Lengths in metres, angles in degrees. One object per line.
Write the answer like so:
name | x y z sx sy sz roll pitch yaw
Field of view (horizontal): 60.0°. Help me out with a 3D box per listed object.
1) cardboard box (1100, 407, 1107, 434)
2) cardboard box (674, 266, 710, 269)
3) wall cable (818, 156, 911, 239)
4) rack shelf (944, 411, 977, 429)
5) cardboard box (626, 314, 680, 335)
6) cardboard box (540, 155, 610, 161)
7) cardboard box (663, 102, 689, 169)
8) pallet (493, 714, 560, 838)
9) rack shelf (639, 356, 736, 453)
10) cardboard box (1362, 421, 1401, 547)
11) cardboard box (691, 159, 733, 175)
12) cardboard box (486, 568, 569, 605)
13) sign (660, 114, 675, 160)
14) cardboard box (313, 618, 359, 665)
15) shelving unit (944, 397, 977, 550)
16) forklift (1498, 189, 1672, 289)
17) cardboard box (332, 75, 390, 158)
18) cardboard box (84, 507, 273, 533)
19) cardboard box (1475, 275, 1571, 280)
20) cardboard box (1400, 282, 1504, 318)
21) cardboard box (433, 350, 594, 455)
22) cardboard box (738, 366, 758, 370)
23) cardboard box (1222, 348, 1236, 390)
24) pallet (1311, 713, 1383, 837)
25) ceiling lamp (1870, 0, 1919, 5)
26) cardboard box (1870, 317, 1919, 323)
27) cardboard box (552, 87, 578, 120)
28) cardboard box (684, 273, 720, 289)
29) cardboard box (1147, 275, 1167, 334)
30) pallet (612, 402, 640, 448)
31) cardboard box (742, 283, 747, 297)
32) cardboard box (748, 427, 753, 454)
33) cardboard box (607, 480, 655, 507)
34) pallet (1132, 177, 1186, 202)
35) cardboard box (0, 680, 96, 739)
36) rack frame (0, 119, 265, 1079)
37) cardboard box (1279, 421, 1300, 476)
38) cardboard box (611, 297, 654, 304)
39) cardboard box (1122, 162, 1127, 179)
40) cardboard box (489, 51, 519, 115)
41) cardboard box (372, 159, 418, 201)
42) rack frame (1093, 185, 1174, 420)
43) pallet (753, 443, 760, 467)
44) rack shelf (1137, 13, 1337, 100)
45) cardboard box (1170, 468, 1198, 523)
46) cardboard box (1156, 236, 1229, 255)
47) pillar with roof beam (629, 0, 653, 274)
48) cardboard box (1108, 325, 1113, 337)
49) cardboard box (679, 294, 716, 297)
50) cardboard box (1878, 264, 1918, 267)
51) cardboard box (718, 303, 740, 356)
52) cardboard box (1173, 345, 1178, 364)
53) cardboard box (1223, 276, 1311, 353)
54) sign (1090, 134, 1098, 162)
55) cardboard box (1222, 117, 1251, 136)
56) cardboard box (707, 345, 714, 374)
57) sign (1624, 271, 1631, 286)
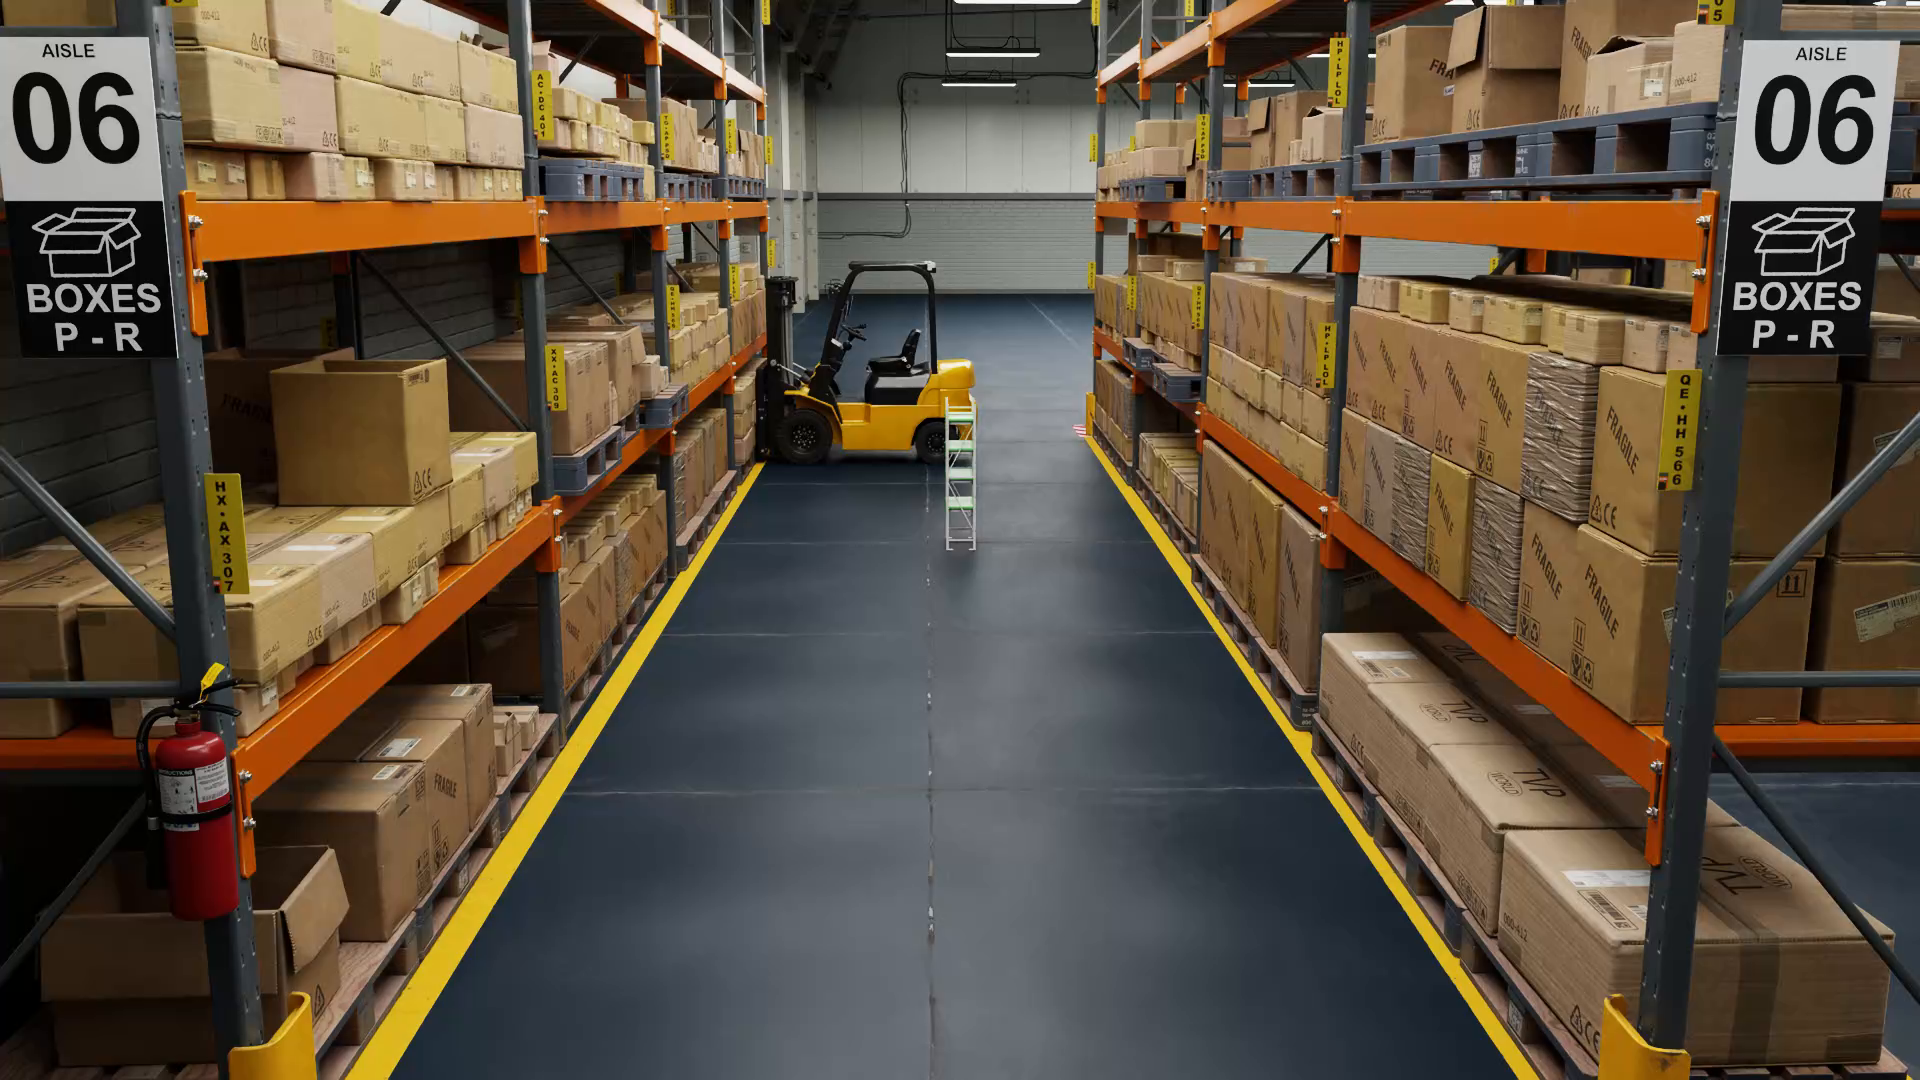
cardboard box | 1.886 -1.385 19.201 0.500 0.250 0.500 0 11 1
cardboard box | -3.015 -3.008 18.708 0.380 0.149 0.250 0 11 1
wall cable | -3.065 -10.599 51.481 3.097 2.526 0.112 0 11 -1
rack shelf | 0.003 -0.963 13.695 0.258 0.148 0.480 0 11 -1
cardboard box | -2.374 -1.663 12.828 0.380 0.149 0.250 0 11 0
cardboard box | -2.406 -2.445 10.396 0.380 0.149 0.250 0 11 1
cardboard box | -2.536 -3.197 13.170 0.700 0.500 0.500 0 11 -2
pallet | -2.559 1.120 8.008 1.003 0.211 1.213 0 11 -1
rack shelf | -2.696 -1.223 14.354 1.077 0.370 4.000 0 11 -1
cardboard box | 2.145 -0.259 7.540 0.500 0.500 0.500 0 11 -1
cardboard box | -2.443 -3.666 16.363 0.380 0.149 0.250 0 11 0
cardboard box | -2.313 0.246 8.903 0.380 0.149 0.250 0 11 2
sign | -2.112 -2.904 11.982 0.100 0.325 0.005 0 11 -1
cardboard box | -2.257 0.316 5.591 0.380 0.149 0.250 0 11 1
shelving unit | 0.003 -0.555 13.778 0.258 1.200 0.503 0 11 -1
forklift | 5.029 -1.415 13.661 1.130 2.935 3.031 0 11 2
cardboard box | -2.254 -1.422 5.611 0.500 0.250 0.500 -1 11 -3
cardboard box | -2.779 0.048 5.906 0.500 0.250 0.500 0 11 1
cardboard box | 2.715 -1.201 8.039 0.380 0.149 0.250 0 11 -2
cardboard box | 2.150 -1.046 7.274 0.380 0.149 0.250 0 11 -2
cardboard box | -2.358 -0.735 8.830 0.700 0.500 0.500 0 11 0
cardboard box | -2.462 -1.825 18.854 0.500 0.250 0.500 0 11 0
cardboard box | 2.081 -1.166 11.384 0.500 0.250 0.500 0 11 0
pallet | 2.328 1.114 8.038 1.003 0.211 1.213 0 11 -1
ceiling lamp | 15.334 -9.992 25.998 2.000 3.185 0.800 0 11 -1
cardboard box | 2.666 -0.590 5.023 0.380 0.149 0.250 0 11 0
cardboard box | -2.140 -2.192 8.351 0.380 0.149 0.250 0 11 0
cardboard box | -2.561 -2.602 16.711 0.380 0.149 0.250 0 11 0
cardboard box | 1.956 -2.103 14.824 0.500 0.500 0.500 0 11 -1
pallet | -2.610 -0.698 10.437 1.003 0.211 1.213 0 11 -1
cardboard box | -2.479 -2.659 17.740 0.380 0.149 0.250 -1 11 -3
cardboard box | -2.442 -1.030 17.452 0.500 0.250 0.500 0 11 -2
cardboard box | -2.355 -0.326 11.720 0.380 0.149 0.250 -1 11 -4
pallet | 2.156 -3.043 14.444 1.213 0.211 1.003 0 11 -1
cardboard box | -2.765 0.470 4.829 0.380 0.149 0.250 0 11 -2
rack frame | -2.489 0.412 4.484 1.000 3.000 0.127 0 11 -1
cardboard box | 2.120 -0.520 9.456 0.500 0.250 0.500 0 11 -2
cardboard box | -2.961 -2.116 15.060 0.380 0.149 0.250 0 11 -2
cardboard box | 1.936 -3.724 16.956 0.500 0.250 0.500 0 11 -2
cardboard box | -2.321 -2.071 7.551 0.500 0.250 0.500 0 11 -1
cardboard box | -2.198 -1.304 6.032 0.380 0.149 0.250 0 11 -1
rack frame | 2.143 -2.790 20.266 1.000 3.000 0.127 0 11 -1
pallet | -2.740 -1.008 18.498 1.003 0.211 1.213 0 11 -1
rack shelf | 2.267 -3.989 13.902 1.077 0.370 4.000 0 11 -1
cardboard box | 2.283 -0.376 13.923 0.950 0.372 0.625 0 11 -2
cardboard box | 2.461 -2.969 17.636 0.700 0.500 0.500 0 11 -2
pillar with roof beam | 0.597 -5.584 18.952 9.100 9.000 0.400 0 11 -1
cardboard box | 1.885 -2.393 18.943 0.380 0.149 0.250 0 11 0
cardboard box | -2.485 -2.222 15.585 0.380 0.149 0.250 0 11 -2
cardboard box | 7.244 -1.969 13.453 0.700 0.500 0.500 0 11 -2
cardboard box | -2.485 -2.112 16.672 0.500 0.500 0.500 -1 11 -3
cardboard box | 1.941 -1.499 13.481 0.380 0.149 0.250 -1 11 -4
cardboard box | 2.094 -1.541 11.344 0.500 0.500 0.500 0 11 -1
sign | 1.600 -4.686 19.869 0.100 0.325 0.005 0 11 -1
cardboard box | 2.408 -3.525 14.407 0.500 0.250 0.500 0 11 0
cardboard box | -2.470 -1.602 14.789 0.500 0.250 0.500 0 11 -1
sign | 6.617 -2.496 16.439 0.100 0.325 0.005 0 11 -1
